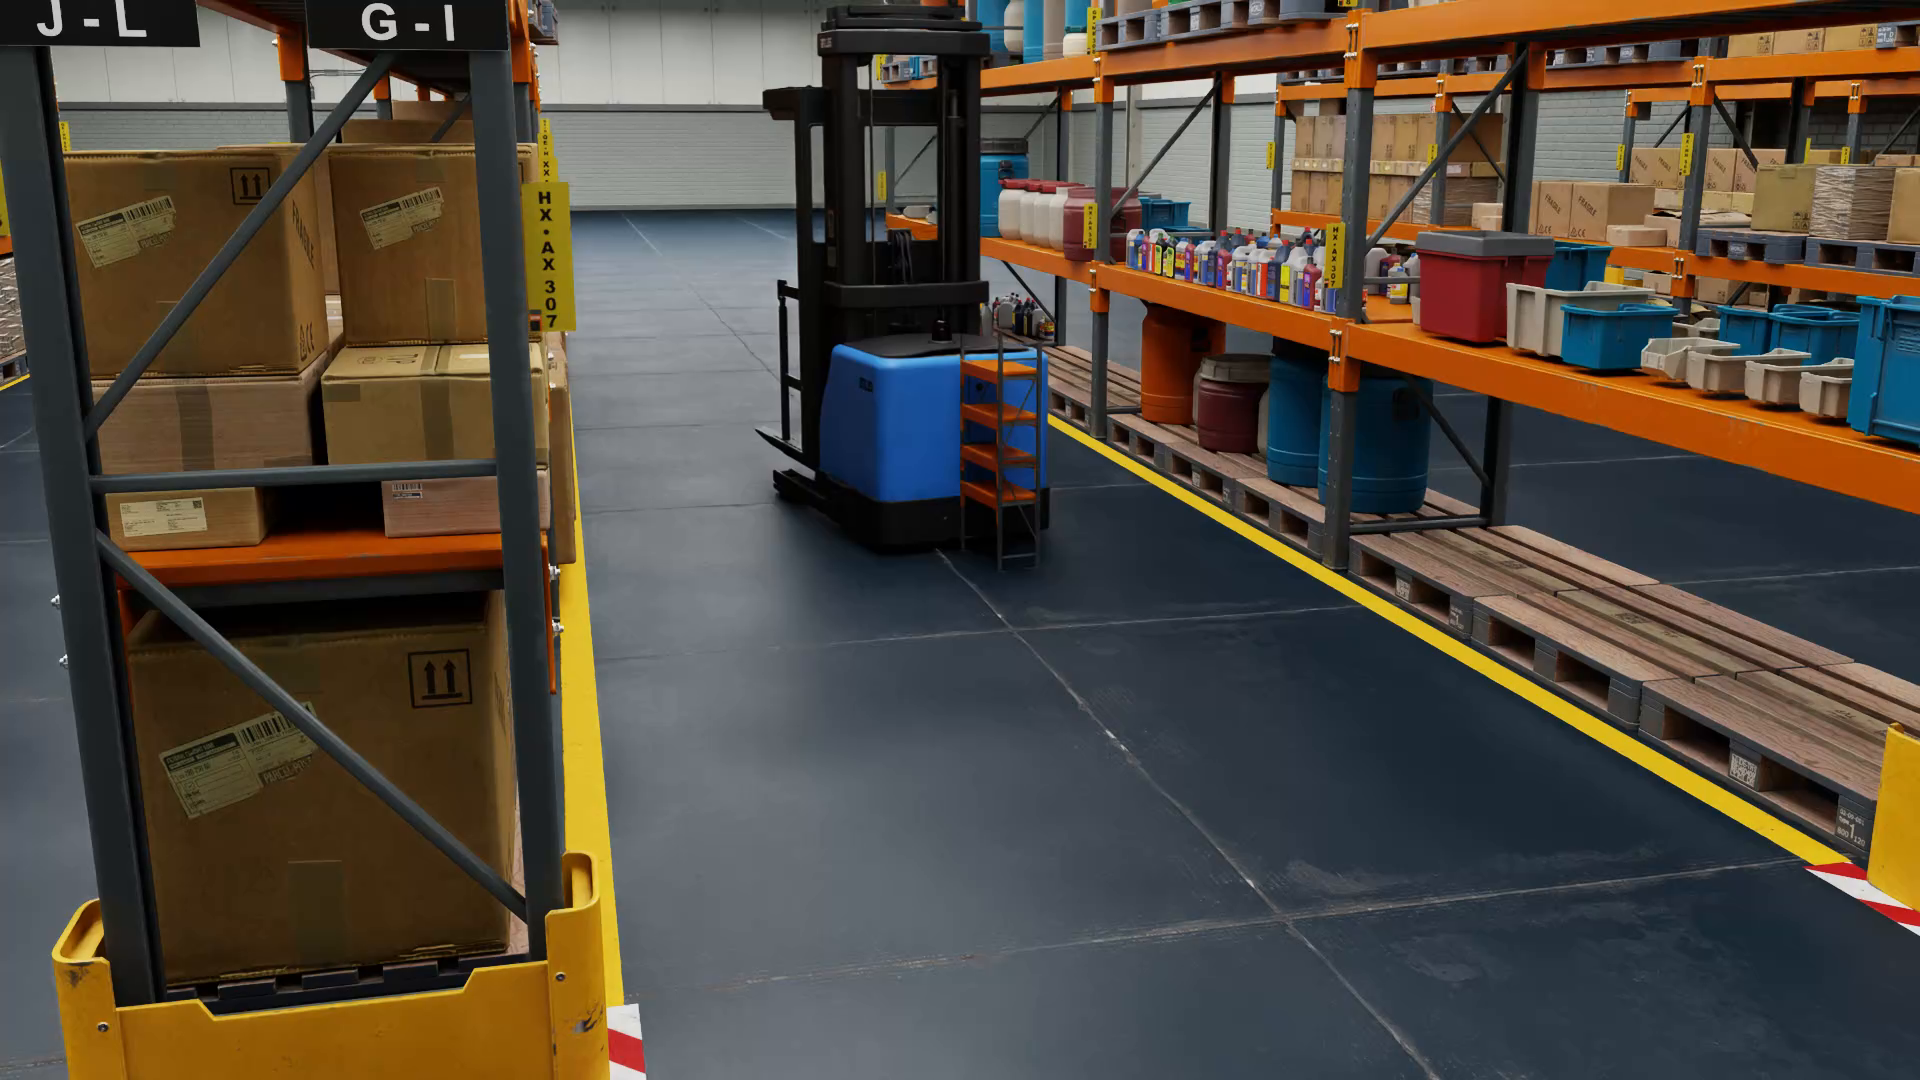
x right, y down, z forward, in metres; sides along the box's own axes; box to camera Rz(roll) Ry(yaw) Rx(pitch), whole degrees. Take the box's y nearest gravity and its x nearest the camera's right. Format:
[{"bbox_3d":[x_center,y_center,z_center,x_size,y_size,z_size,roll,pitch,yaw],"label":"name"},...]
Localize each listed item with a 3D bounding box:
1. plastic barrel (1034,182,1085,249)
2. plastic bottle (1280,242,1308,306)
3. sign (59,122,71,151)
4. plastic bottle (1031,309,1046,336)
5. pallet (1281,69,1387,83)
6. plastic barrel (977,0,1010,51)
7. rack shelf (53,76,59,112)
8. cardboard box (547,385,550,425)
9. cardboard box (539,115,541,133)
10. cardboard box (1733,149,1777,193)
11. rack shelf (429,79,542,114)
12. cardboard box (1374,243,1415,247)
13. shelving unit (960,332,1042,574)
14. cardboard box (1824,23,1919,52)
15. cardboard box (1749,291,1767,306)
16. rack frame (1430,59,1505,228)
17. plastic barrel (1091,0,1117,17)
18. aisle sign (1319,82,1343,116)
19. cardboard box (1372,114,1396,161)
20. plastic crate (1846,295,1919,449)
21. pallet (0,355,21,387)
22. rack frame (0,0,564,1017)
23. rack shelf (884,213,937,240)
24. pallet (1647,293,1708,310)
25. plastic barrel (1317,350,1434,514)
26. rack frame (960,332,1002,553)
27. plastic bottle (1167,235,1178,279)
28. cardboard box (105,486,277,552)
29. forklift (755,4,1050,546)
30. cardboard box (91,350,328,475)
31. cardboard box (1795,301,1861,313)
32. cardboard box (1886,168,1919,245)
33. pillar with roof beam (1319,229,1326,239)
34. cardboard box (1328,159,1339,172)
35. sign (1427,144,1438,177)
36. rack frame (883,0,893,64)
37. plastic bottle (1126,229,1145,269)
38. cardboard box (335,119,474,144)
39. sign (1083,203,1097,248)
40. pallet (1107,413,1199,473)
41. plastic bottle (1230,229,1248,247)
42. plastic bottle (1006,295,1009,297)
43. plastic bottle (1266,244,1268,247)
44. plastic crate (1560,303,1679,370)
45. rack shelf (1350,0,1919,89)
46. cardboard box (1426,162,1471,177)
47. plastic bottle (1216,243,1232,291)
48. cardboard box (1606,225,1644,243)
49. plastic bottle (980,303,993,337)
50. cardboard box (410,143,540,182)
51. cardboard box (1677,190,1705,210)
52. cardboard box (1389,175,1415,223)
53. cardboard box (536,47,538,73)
[{"bbox_3d":[0.835,-2.743,14.047,0.433,0.535,0.433,0,14,0],"label":"plastic barrel"},{"bbox_3d":[1.895,-1.503,9.363,0.144,0.351,0.185,-3,14,-13],"label":"plastic bottle"},{"bbox_3d":[-9.518,-4.277,17.674,0.100,0.325,0.005,-3,14,-13],"label":"sign"},{"bbox_3d":[0.798,-2.240,17.089,0.152,0.276,0.135,-3,14,-11],"label":"plastic bottle"},{"bbox_3d":[4.567,-5.626,20.002,1.003,0.211,1.213,-3,14,-13],"label":"pallet"},{"bbox_3d":[0.420,-5.319,16.616,0.600,0.901,0.708,-3,14,-13],"label":"plastic barrel"},{"bbox_3d":[-9.579,-4.219,15.569,1.077,0.370,4.000,-3,14,-13],"label":"rack shelf"},{"bbox_3d":[-1.572,-0.467,5.549,0.380,0.149,0.250,-4,14,-15],"label":"cardboard box"},{"bbox_3d":[-4.712,-4.276,17.665,0.500,0.500,0.500,-3,14,-13],"label":"cardboard box"},{"bbox_3d":[9.537,-4.355,19.628,0.500,0.500,0.500,-4,14,-15],"label":"cardboard box"},{"bbox_3d":[-4.734,-4.472,16.605,1.077,0.370,4.000,-3,14,-13],"label":"rack shelf"},{"bbox_3d":[5.090,-3.272,19.829,0.500,0.500,0.500,-3,14,-13],"label":"cardboard box"},{"bbox_3d":[0.211,-0.473,8.833,0.258,1.200,0.503,-6,15,-22],"label":"shelving unit"},{"bbox_3d":[6.682,-3.700,11.722,0.910,0.500,0.500,-3,14,-13],"label":"cardboard box"},{"bbox_3d":[9.823,-2.930,20.179,0.380,0.149,0.250,-4,14,-18],"label":"cardboard box"},{"bbox_3d":[5.365,-3.454,17.244,1.000,3.000,0.127,-3,14,-13],"label":"rack frame"},{"bbox_3d":[1.354,-4.274,13.376,0.600,0.830,0.708,-3,14,-13],"label":"plastic barrel"},{"bbox_3d":[4.696,-5.671,20.842,0.394,0.787,0.004,-3,14,-13],"label":"aisle sign"},{"bbox_3d":[5.018,-4.467,18.446,0.700,0.500,0.500,-3,14,-13],"label":"cardboard box"},{"bbox_3d":[3.108,-0.524,5.049,0.616,0.435,0.499,-3,14,-13],"label":"plastic crate"},{"bbox_3d":[-9.212,-1.475,15.018,1.003,0.211,1.213,-3,14,-13],"label":"pallet"},{"bbox_3d":[-1.446,-0.134,3.656,1.000,3.000,0.127,-3,14,-13],"label":"rack frame"},{"bbox_3d":[0.080,-3.291,18.091,1.077,0.370,4.000,-3,14,-13],"label":"rack shelf"},{"bbox_3d":[9.415,-3.092,21.639,1.003,0.211,1.213,-3,14,-13],"label":"pallet"},{"bbox_3d":[2.317,-0.644,9.280,0.600,0.901,0.708,-3,14,-13],"label":"plastic barrel"},{"bbox_3d":[0.115,-0.526,9.051,0.240,1.200,0.015,-6,15,-22],"label":"rack frame"},{"bbox_3d":[1.427,-1.888,11.080,0.061,0.283,0.133,-3,14,-13],"label":"plastic bottle"},{"bbox_3d":[-1.850,-0.076,3.947,0.380,0.149,0.250,-3,14,-12],"label":"cardboard box"},{"bbox_3d":[-0.538,-1.695,10.191,1.130,2.935,3.031,-6,15,-22],"label":"forklift"},{"bbox_3d":[-1.818,-0.303,4.036,0.500,0.250,0.500,-4,14,-14],"label":"cardboard box"},{"bbox_3d":[6.770,-1.679,12.741,0.500,0.250,0.500,-3,14,-11],"label":"cardboard box"},{"bbox_3d":[6.769,-2.265,11.283,0.700,0.500,0.500,-7,16,-27],"label":"cardboard box"},{"bbox_3d":[3.243,-9.983,31.328,9.100,9.000,0.400,-3,14,-13],"label":"pillar with roof beam"},{"bbox_3d":[4.553,-4.400,19.538,0.380,0.149,0.250,-4,14,-15],"label":"cardboard box"},{"bbox_3d":[4.826,-3.882,17.004,0.100,0.325,0.005,-3,14,-13],"label":"sign"},{"bbox_3d":[-0.390,-7.016,19.183,1.000,3.000,0.127,-3,14,-13],"label":"rack frame"},{"bbox_3d":[1.277,-2.078,11.873,0.152,0.276,0.135,-3,14,-13],"label":"plastic bottle"},{"bbox_3d":[-2.544,-1.740,7.904,0.797,0.503,0.637,-4,14,-15],"label":"cardboard box"},{"bbox_3d":[0.956,-2.303,12.189,0.100,0.325,0.005,-3,14,-13],"label":"sign"},{"bbox_3d":[1.715,-0.722,11.937,1.003,0.211,1.213,-3,14,-13],"label":"pallet"},{"bbox_3d":[1.752,-1.797,10.565,0.144,0.351,0.185,-3,14,-13],"label":"plastic bottle"},{"bbox_3d":[0.513,-2.570,18.424,0.061,0.283,0.133,-3,14,-12],"label":"plastic bottle"},{"bbox_3d":[2.131,-1.942,11.473,0.097,0.201,0.097,0,14,0],"label":"plastic bottle"},{"bbox_3d":[2.636,-0.818,6.680,0.416,0.233,0.300,-3,14,-13],"label":"plastic crate"},{"bbox_3d":[2.898,-1.979,6.404,1.077,0.370,4.000,-3,14,-13],"label":"rack shelf"},{"bbox_3d":[5.093,-3.868,17.363,0.380,0.149,0.250,-3,14,-13],"label":"cardboard box"},{"bbox_3d":[1.633,-1.685,10.251,0.061,0.283,0.133,-3,14,-13],"label":"plastic bottle"},{"bbox_3d":[5.951,-2.700,14.688,0.380,0.149,0.250,-2,14,-9],"label":"cardboard box"},{"bbox_3d":[0.258,-2.246,16.955,0.144,0.351,0.185,-3,14,-13],"label":"plastic bottle"},{"bbox_3d":[-2.018,-1.402,6.954,0.500,0.500,0.500,-3,14,-12],"label":"cardboard box"},{"bbox_3d":[9.296,-4.223,20.668,0.500,0.250,0.500,-4,14,-14],"label":"cardboard box"},{"bbox_3d":[5.125,-3.726,18.146,0.700,0.500,0.500,-3,14,-14],"label":"cardboard box"},{"bbox_3d":[-4.357,-4.642,16.103,0.500,0.250,0.500,-4,14,-15],"label":"cardboard box"}]
